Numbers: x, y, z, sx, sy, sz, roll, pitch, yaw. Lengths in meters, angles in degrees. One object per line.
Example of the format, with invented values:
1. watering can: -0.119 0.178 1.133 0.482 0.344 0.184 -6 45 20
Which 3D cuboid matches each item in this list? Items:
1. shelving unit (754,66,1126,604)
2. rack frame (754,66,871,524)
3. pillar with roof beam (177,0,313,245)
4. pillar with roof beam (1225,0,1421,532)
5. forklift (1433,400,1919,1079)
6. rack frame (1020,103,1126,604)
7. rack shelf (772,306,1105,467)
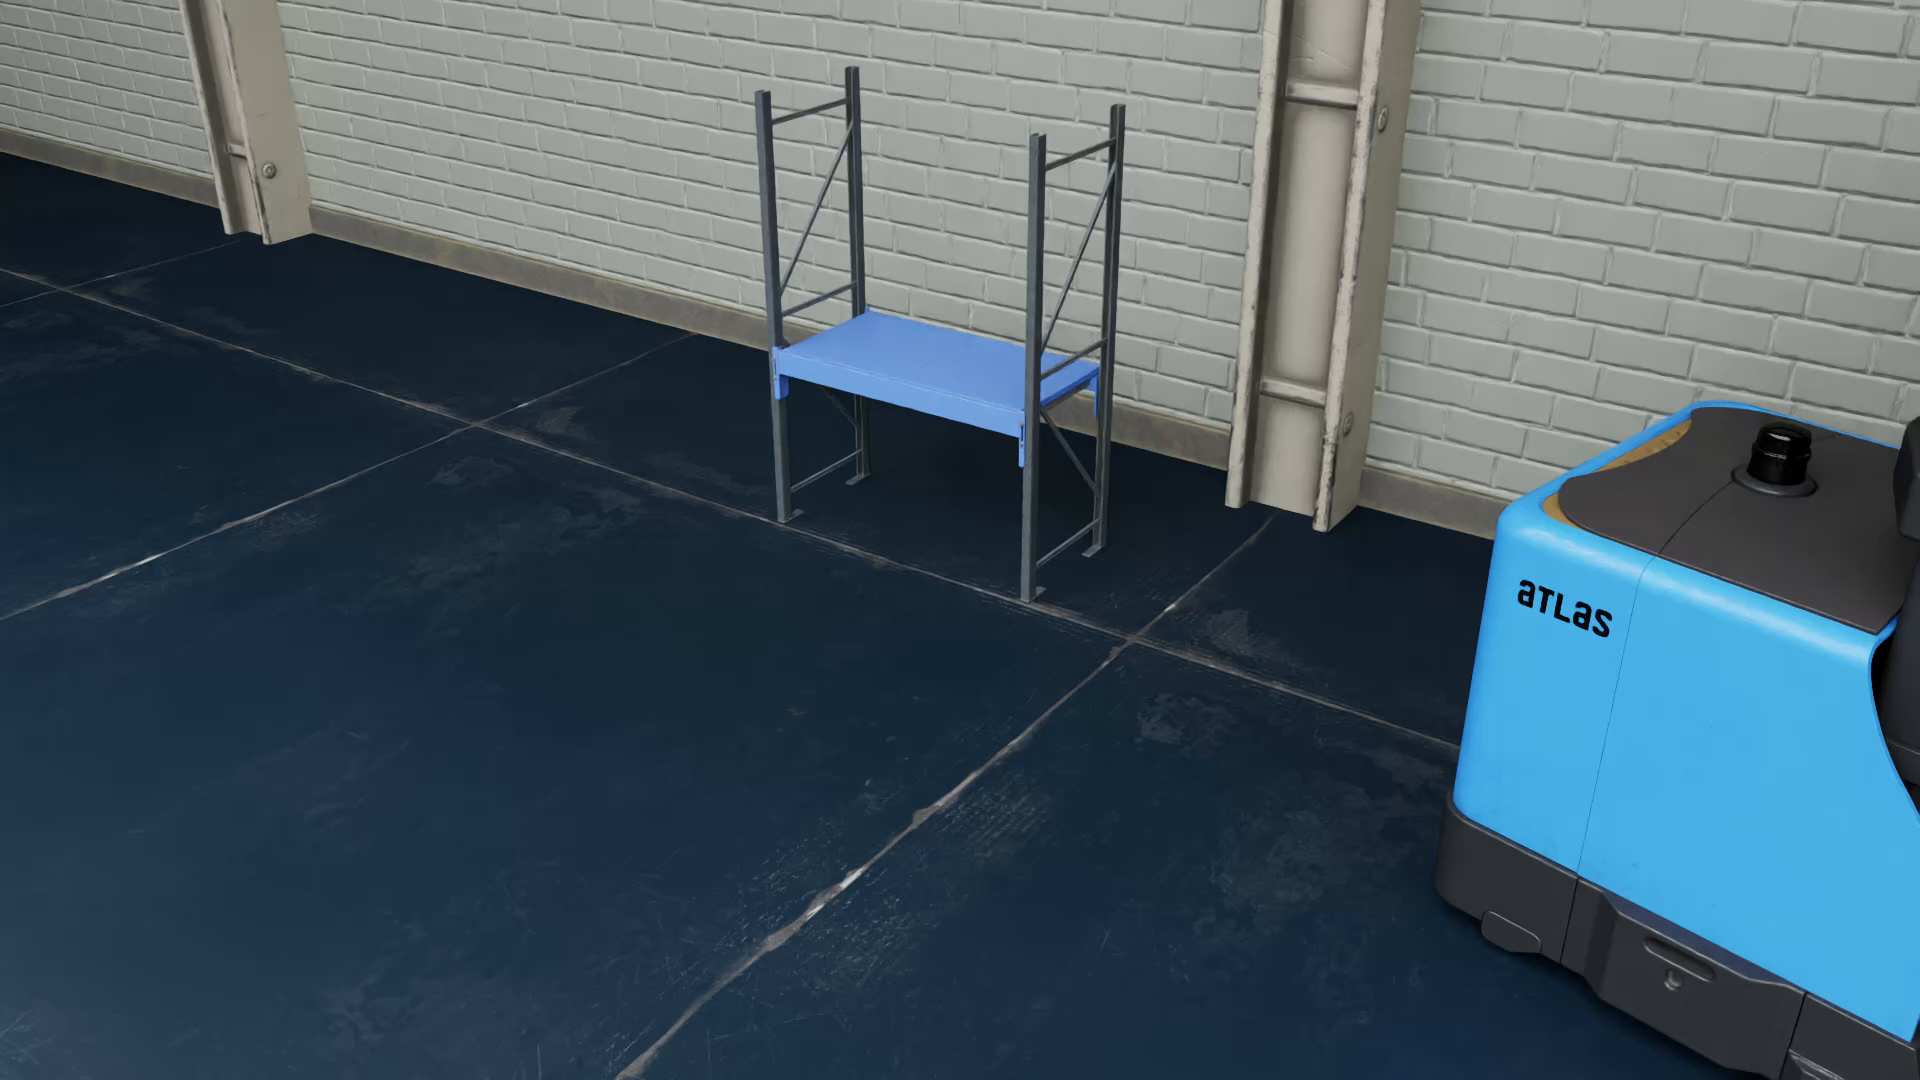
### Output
1. shelving unit: -0.070 -0.690 5.453 1.048 1.500 0.538 17 32 30
2. rack frame: -0.489 -0.821 5.709 0.032 1.500 0.500 17 32 30
3. pillar with roof beam: -6.180 -4.075 3.836 0.400 9.000 9.100 17 32 30
4. pillar with roof beam: -1.235 -2.534 0.808 0.400 9.000 9.100 17 32 30
5. forklift: 2.498 -0.074 2.664 1.130 2.935 3.031 -23 35 -37
6. rack frame: 0.349 -0.560 5.196 0.032 1.500 0.500 17 32 30
7. rack shelf: -0.070 -0.530 5.534 1.000 0.185 0.538 17 32 30
